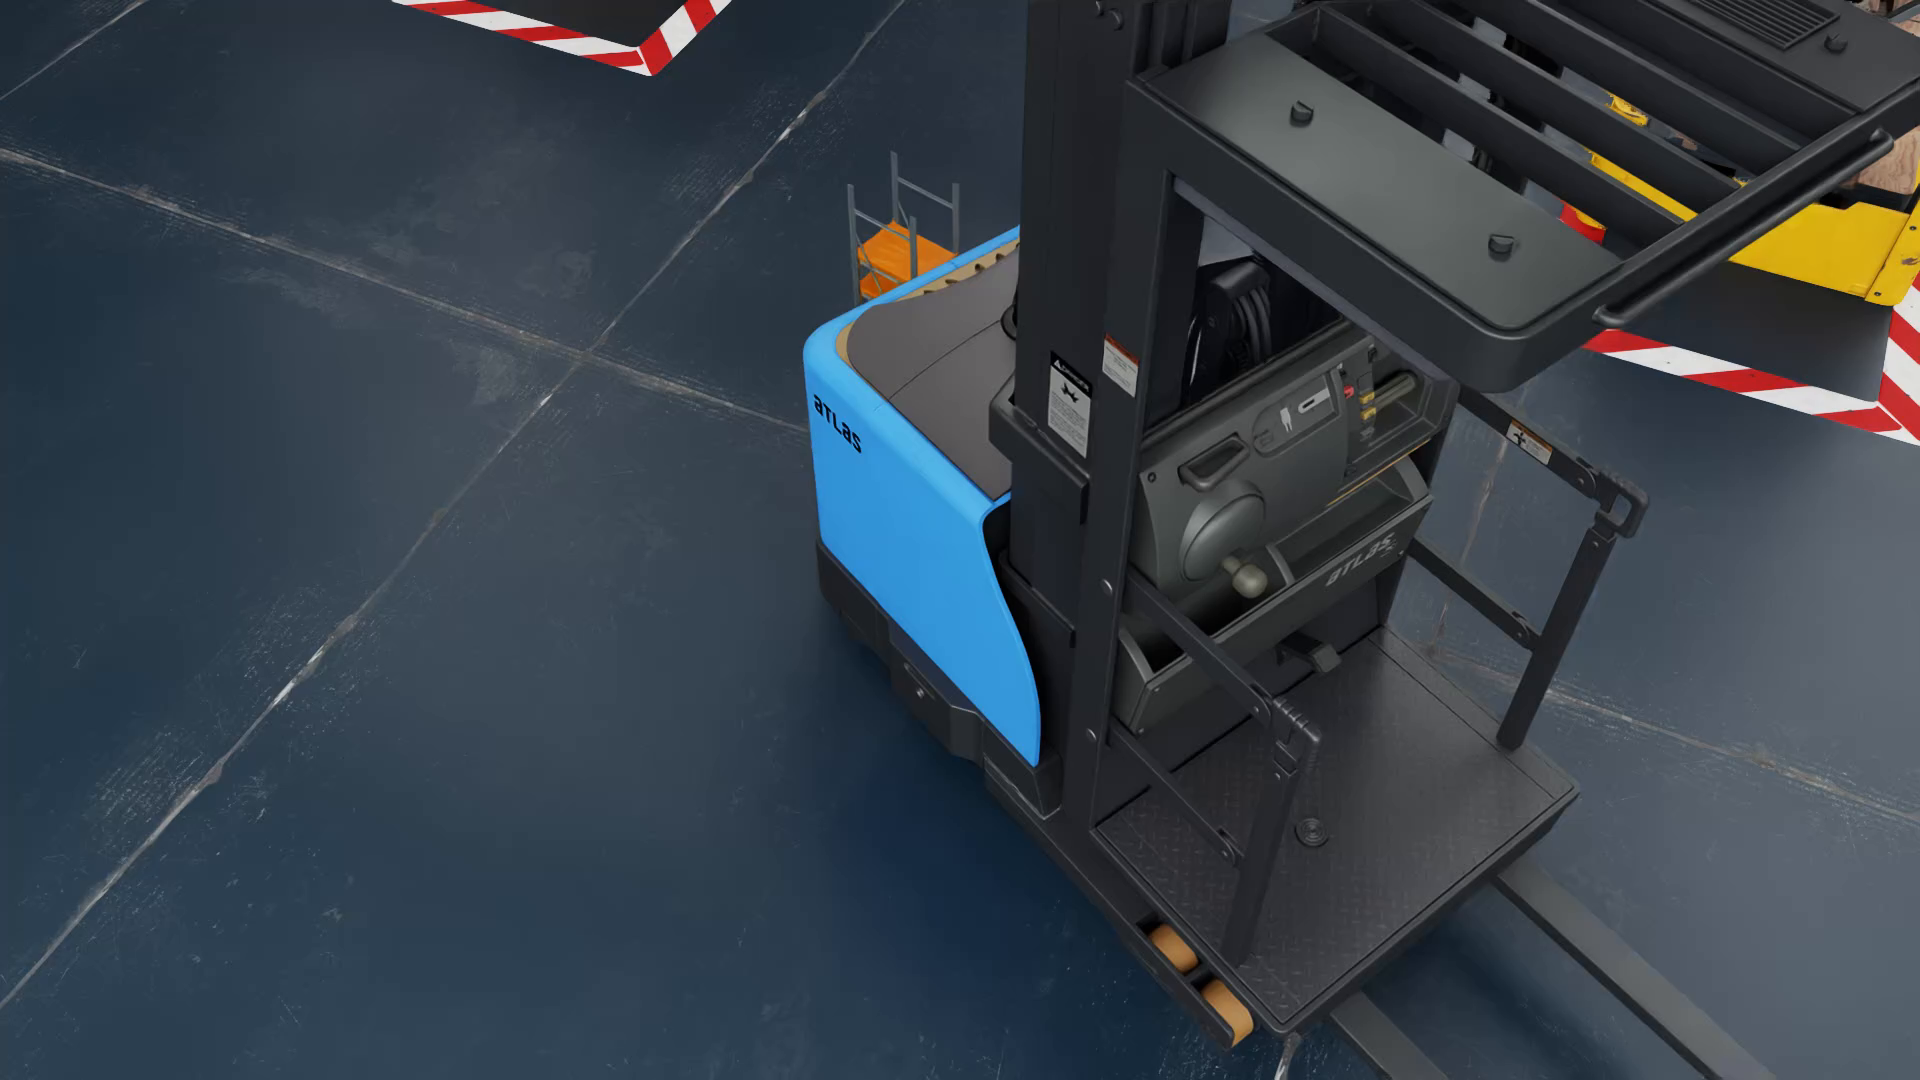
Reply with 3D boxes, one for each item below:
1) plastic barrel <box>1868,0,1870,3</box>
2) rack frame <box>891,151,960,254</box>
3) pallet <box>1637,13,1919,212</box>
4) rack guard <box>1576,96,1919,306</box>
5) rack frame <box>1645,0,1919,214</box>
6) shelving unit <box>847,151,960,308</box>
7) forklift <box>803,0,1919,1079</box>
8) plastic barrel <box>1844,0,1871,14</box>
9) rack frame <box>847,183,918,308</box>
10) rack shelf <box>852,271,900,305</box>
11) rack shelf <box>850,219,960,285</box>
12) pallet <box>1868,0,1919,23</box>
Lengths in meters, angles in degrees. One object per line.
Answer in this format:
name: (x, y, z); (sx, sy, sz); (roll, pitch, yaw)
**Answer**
plastic barrel: (3.349, -2.189, 6.501); (0.421, 0.512, 0.421); (0, 50, 0)
rack frame: (-0.096, -0.626, 4.995); (0.240, 1.200, 0.006); (31, 56, 24)
pallet: (3.265, -1.758, 6.607); (1.003, 0.211, 1.213); (20, 52, 16)
rack guard: (2.913, -1.294, 6.023); (1.175, 0.500, 0.348); (20, 52, 16)
rack frame: (2.923, -2.036, 5.013); (1.000, 3.000, 0.127); (20, 52, 16)
shelving unit: (-0.153, -0.571, 4.948); (0.258, 1.200, 0.189); (31, 56, 24)
forklift: (0.874, -0.120, 3.427); (1.130, 2.935, 3.031); (-31, 56, -23)
plastic barrel: (3.135, -1.844, 6.208); (0.421, 0.512, 0.421); (0, 50, 0)
rack frame: (-0.210, -0.517, 4.902); (0.240, 1.200, 0.006); (31, 56, 24)
rack shelf: (-0.153, -0.698, 4.799); (0.258, 0.103, 0.180); (31, 56, 24)
rack shelf: (-0.153, -0.776, 4.708); (0.258, 0.103, 0.180); (31, 56, 24)
pallet: (3.787, -2.595, 7.320); (1.003, 0.211, 1.213); (20, 52, 16)
